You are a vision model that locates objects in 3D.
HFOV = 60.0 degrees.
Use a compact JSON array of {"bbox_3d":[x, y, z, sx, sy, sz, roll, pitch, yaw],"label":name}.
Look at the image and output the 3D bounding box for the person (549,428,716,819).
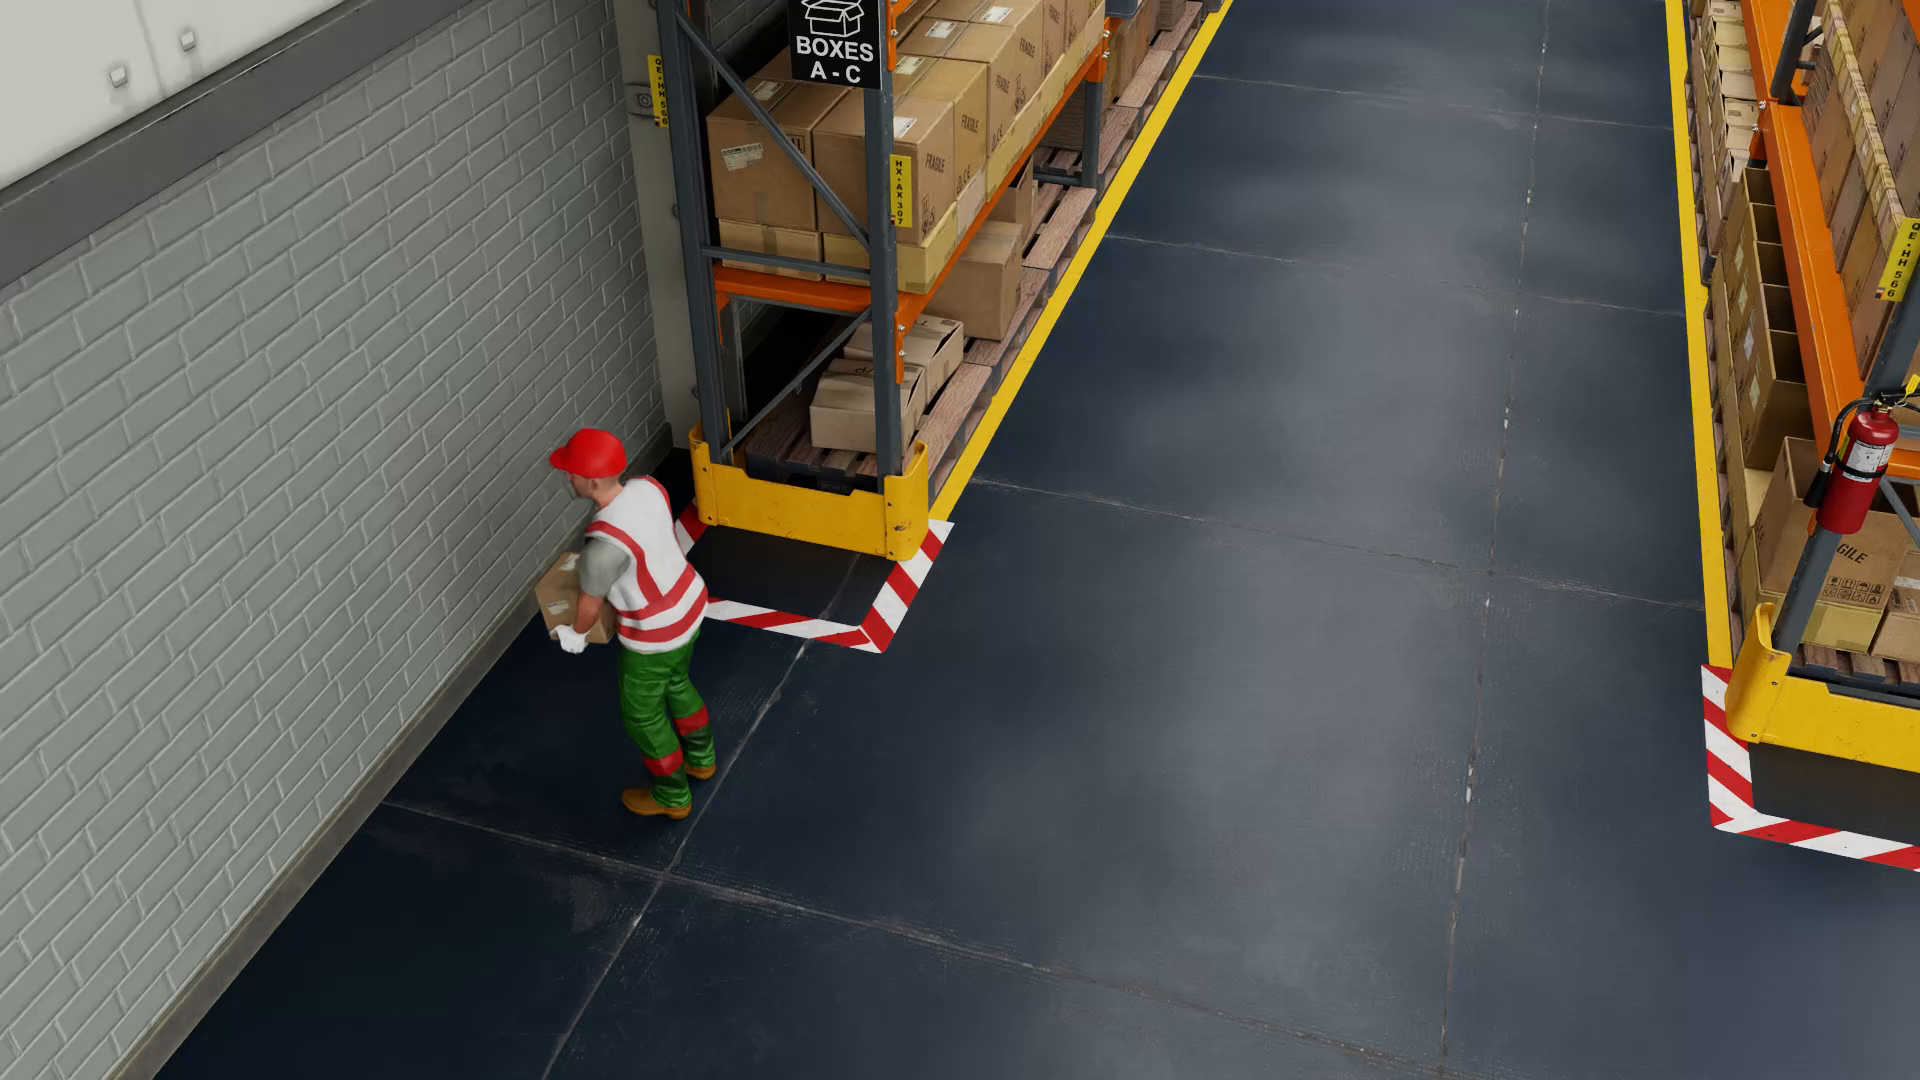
[{"bbox_3d":[-1.279,0.324,6.461,0.583,1.760,0.491,10,38,13],"label":"person"}]
